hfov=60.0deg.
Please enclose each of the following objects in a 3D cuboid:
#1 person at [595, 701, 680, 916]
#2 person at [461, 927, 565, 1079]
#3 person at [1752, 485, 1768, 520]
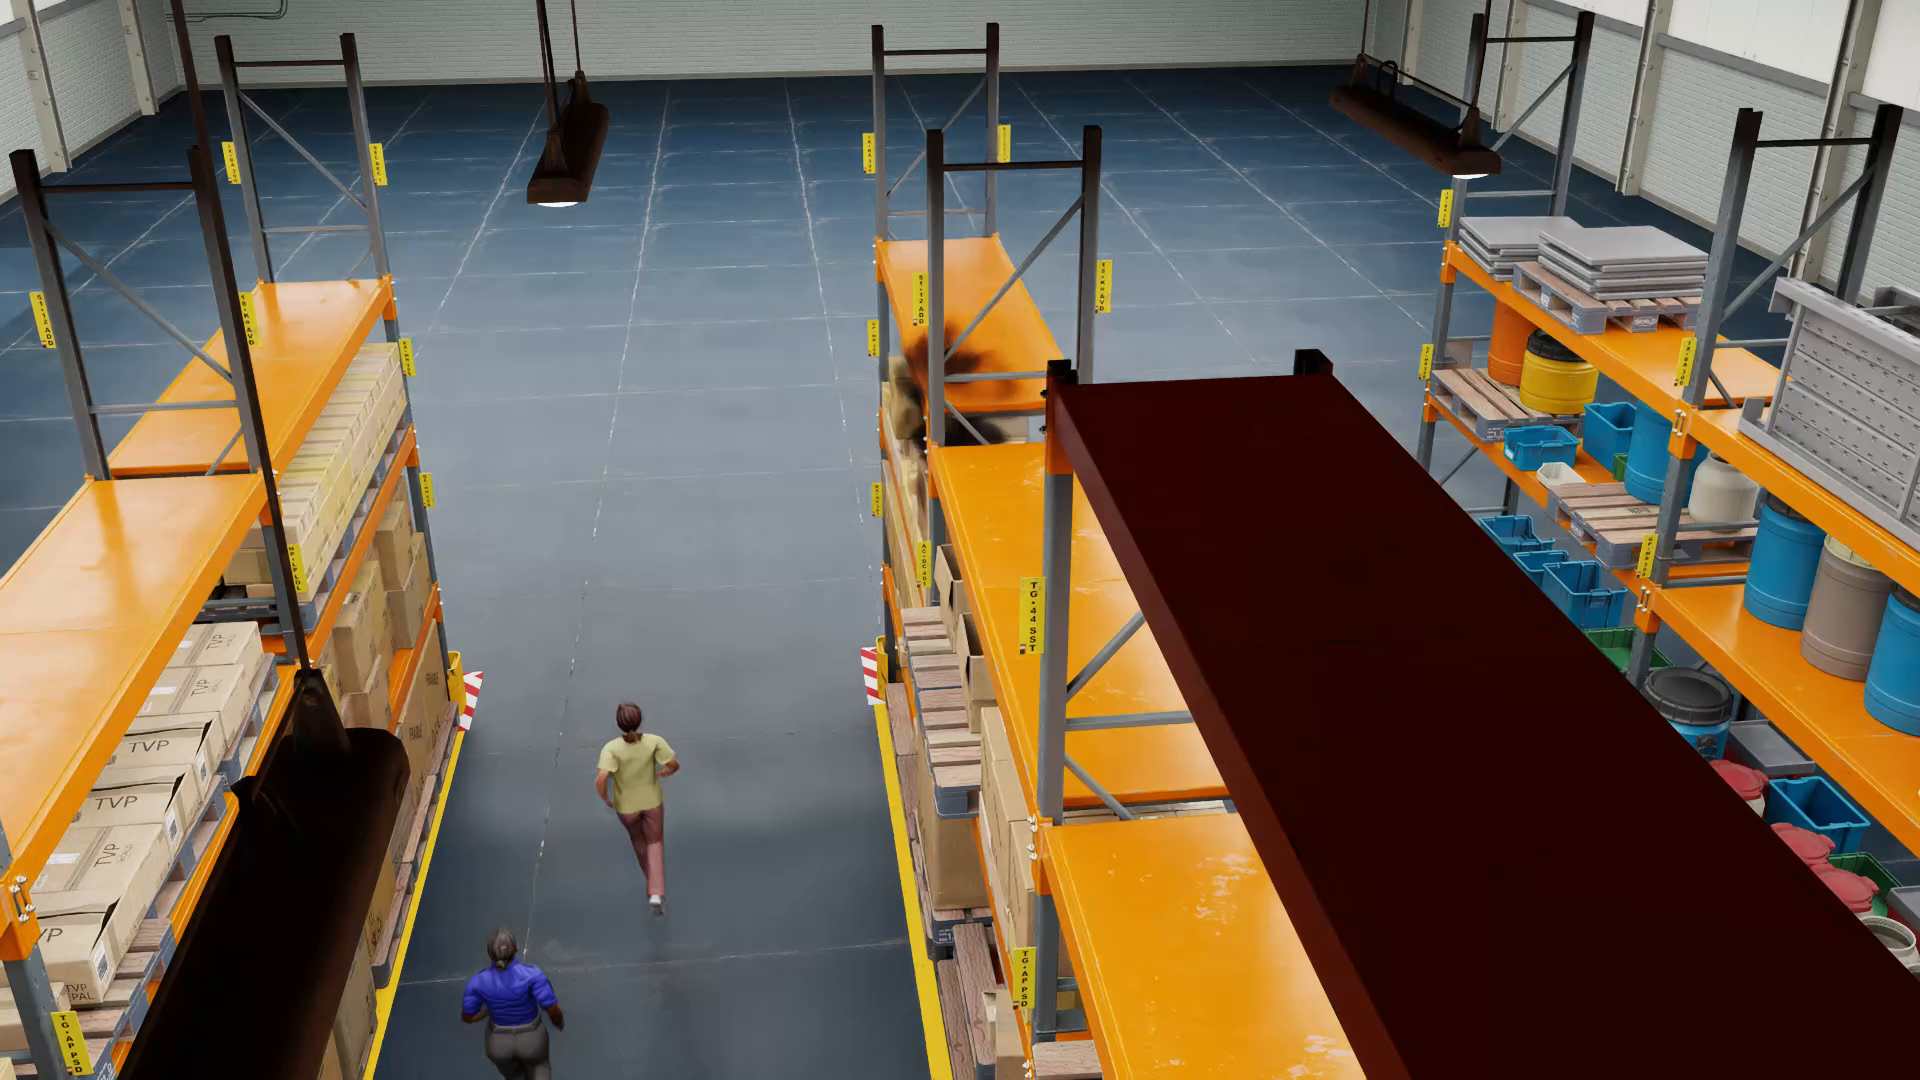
[{"bbox_3d":[-2.298,1.912,11.942,0.603,1.665,0.815,-8,27,-16],"label":"person"},{"bbox_3d":[-2.613,2.950,9.851,0.586,1.607,0.506,-4,26,-9],"label":"person"},{"bbox_3d":[8.929,-0.687,17.915,0.900,1.814,0.712,14,29,26],"label":"person"}]
